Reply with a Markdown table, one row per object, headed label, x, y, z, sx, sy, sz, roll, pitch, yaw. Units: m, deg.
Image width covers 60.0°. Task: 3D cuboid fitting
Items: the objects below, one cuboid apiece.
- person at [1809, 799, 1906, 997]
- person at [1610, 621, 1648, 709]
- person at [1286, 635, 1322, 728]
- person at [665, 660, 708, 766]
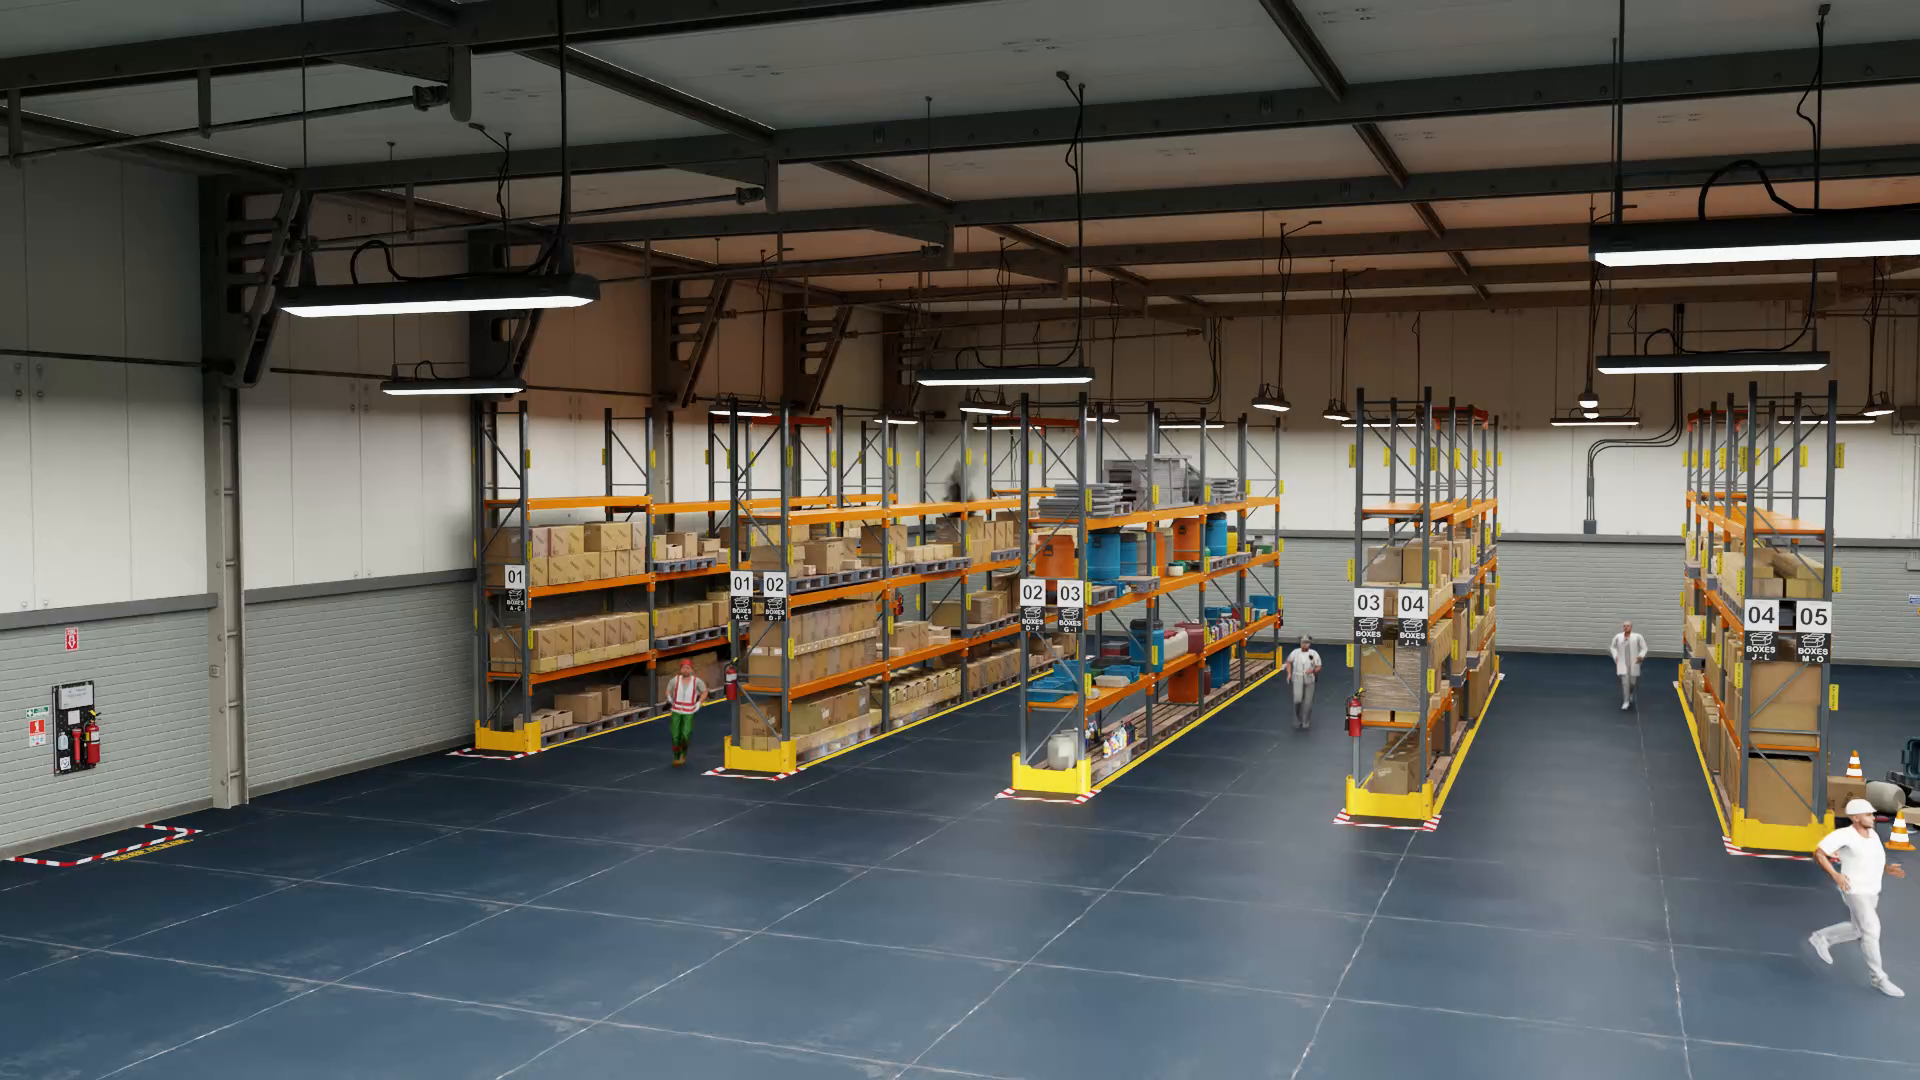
| label | x | y | z | sx | sy | sz | roll | pitch | yaw |
| --- | --- | --- | --- | --- | --- | --- | --- | --- | --- |
| person | 8.539 | 3.346 | 15.833 | 0.690 | 1.773 | 0.968 | -2 | 3 | -32 |
| person | 13.461 | 2.508 | 33.526 | 0.688 | 1.753 | 0.672 | 1 | 3 | 26 |
| person | 6.357 | 2.622 | 30.756 | 0.647 | 1.754 | 0.651 | 1 | 3 | 11 |
| person | -4.465 | 2.811 | 26.967 | 0.666 | 1.738 | 0.618 | 0 | 3 | 1 |
